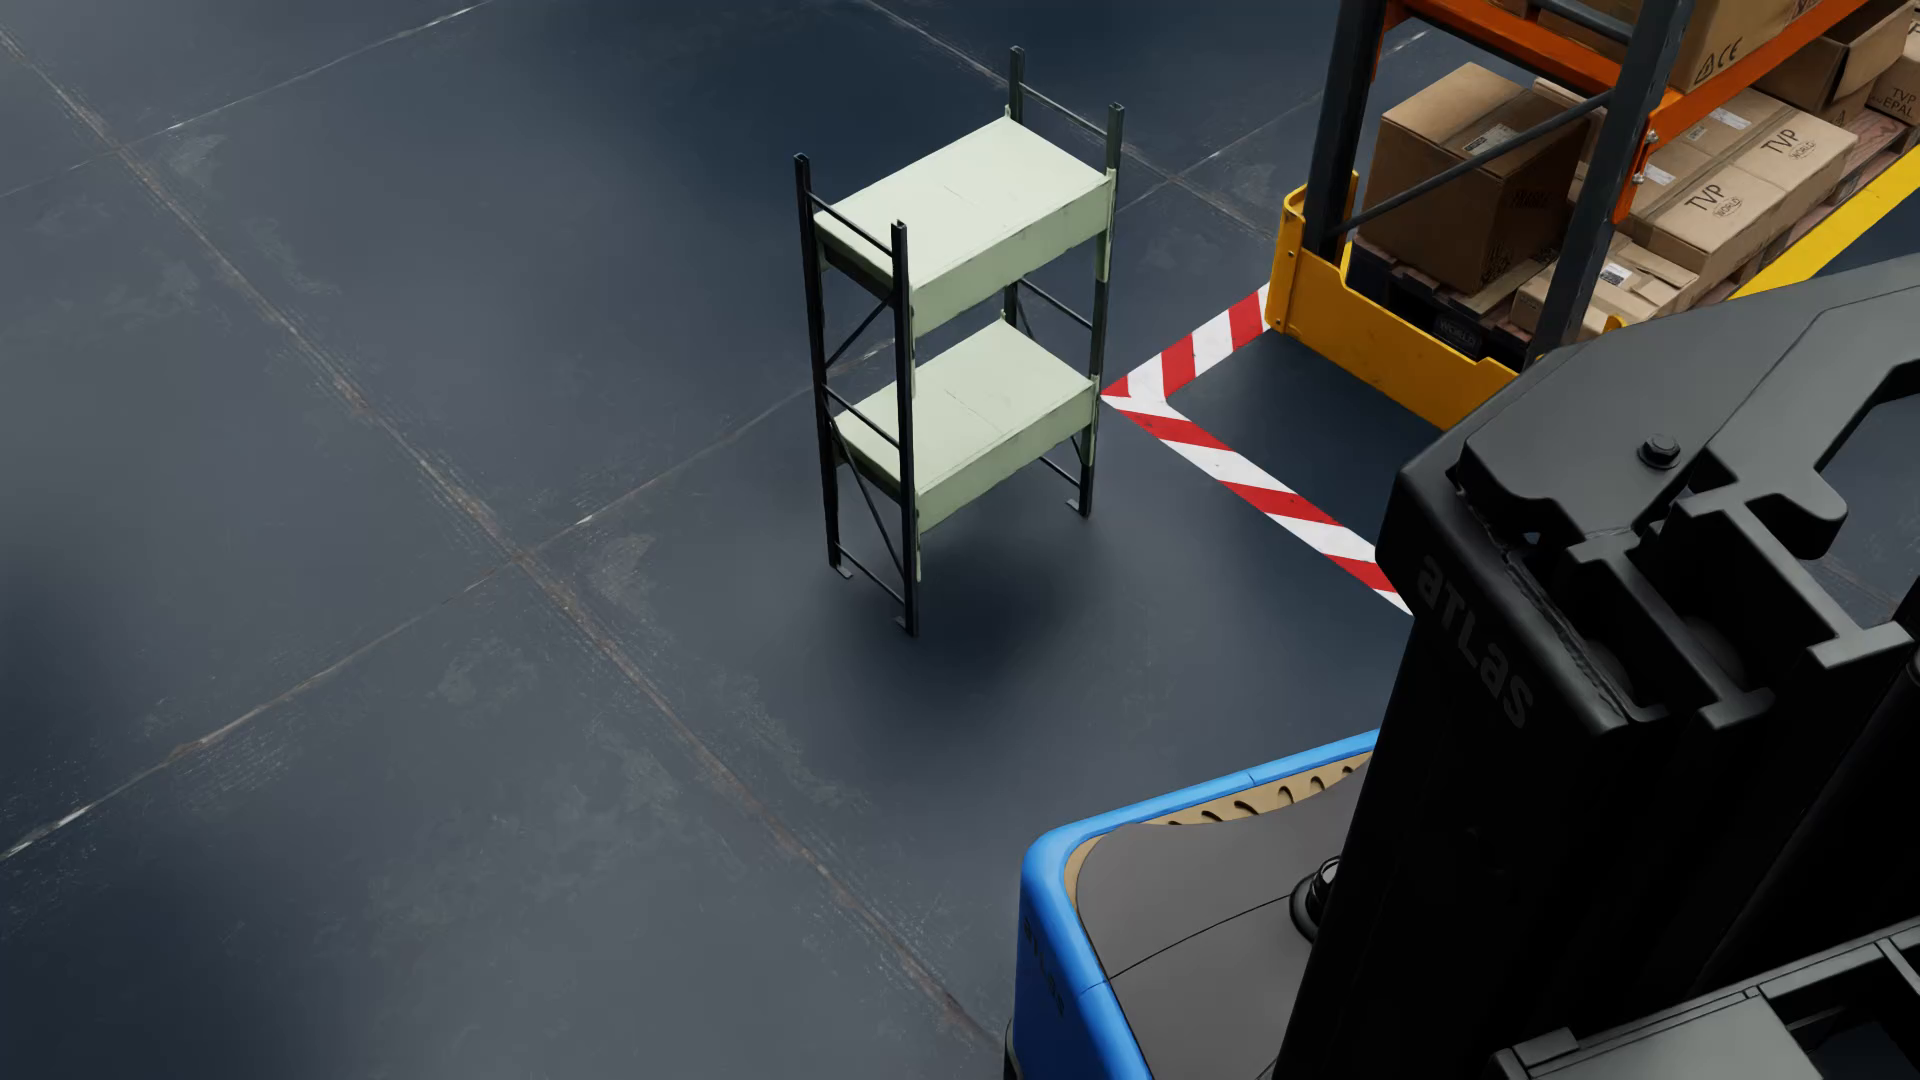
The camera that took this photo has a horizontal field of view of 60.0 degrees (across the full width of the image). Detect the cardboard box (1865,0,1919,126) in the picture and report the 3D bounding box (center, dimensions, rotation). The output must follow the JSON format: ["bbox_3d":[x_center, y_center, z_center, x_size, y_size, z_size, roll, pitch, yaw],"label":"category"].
[{"bbox_3d":[3.706,-1.956,6.544,0.500,0.311,0.500,-34,56,-27],"label":"cardboard box"}]

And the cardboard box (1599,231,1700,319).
[{"bbox_3d":[2.258,-0.880,5.649,0.250,0.166,0.380,-34,56,-27],"label":"cardboard box"}]

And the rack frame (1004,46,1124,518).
[{"bbox_3d":[0.276,-0.693,4.869,0.023,1.500,0.400,-34,56,-27],"label":"rack frame"}]

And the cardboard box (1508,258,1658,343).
[{"bbox_3d":[2.073,-0.750,5.542,0.250,0.149,0.380,-34,56,-27],"label":"cardboard box"}]

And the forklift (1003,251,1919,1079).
[{"bbox_3d":[1.077,1.222,2.128,1.130,2.935,3.031,-15,49,-13],"label":"forklift"}]

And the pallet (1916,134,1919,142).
[{"bbox_3d":[3.982,-2.241,7.174,1.213,0.211,1.003,-34,56,-27],"label":"pallet"}]

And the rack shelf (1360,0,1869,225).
[{"bbox_3d":[3.011,-2.293,5.814,4.000,0.370,1.077,-34,56,-27],"label":"rack shelf"}]

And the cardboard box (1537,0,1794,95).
[{"bbox_3d":[2.037,-1.658,4.671,0.500,0.500,0.500,-33,55,-26],"label":"cardboard box"}]

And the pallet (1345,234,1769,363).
[{"bbox_3d":[2.177,-1.034,6.061,1.213,0.211,1.003,-34,56,-27],"label":"pallet"}]

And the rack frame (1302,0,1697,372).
[{"bbox_3d":[1.532,-1.548,4.637,0.127,3.000,1.000,-34,56,-27],"label":"rack frame"}]

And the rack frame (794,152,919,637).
[{"bbox_3d":[-0.266,-0.331,4.535,0.023,1.500,0.400,-34,56,-27],"label":"rack frame"}]

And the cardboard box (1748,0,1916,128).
[{"bbox_3d":[3.105,-1.896,6.358,0.637,0.503,0.797,-34,56,-27],"label":"cardboard box"}]

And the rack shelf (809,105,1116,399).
[{"bbox_3d":[0.005,-0.777,4.415,0.720,0.370,0.431,-34,56,-27],"label":"rack shelf"}]

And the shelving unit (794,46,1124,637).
[{"bbox_3d":[0.005,-0.512,4.702,0.755,1.500,0.431,-34,56,-27],"label":"shelving unit"}]

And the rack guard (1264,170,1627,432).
[{"bbox_3d":[1.588,-0.738,5.590,0.348,0.500,1.175,-34,56,-27],"label":"rack guard"}]

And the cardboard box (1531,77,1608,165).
[{"bbox_3d":[2.491,-1.621,6.276,0.500,0.250,0.500,-34,56,-27],"label":"cardboard box"}]

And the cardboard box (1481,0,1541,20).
[{"bbox_3d":[1.680,-1.951,4.941,0.500,0.500,0.500,-32,55,-26],"label":"cardboard box"}]

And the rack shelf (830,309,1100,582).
[{"bbox_3d":[0.005,-0.291,4.941,0.720,0.370,0.431,-34,56,-27],"label":"rack shelf"}]

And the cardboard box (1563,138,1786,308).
[{"bbox_3d":[2.495,-1.126,5.820,0.500,0.250,0.500,-34,56,-27],"label":"cardboard box"}]

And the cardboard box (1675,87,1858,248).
[{"bbox_3d":[2.865,-1.374,6.048,0.500,0.250,0.500,-34,56,-27],"label":"cardboard box"}]

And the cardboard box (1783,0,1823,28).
[{"bbox_3d":[2.415,-1.916,4.909,0.500,0.500,0.500,-34,56,-27],"label":"cardboard box"}]

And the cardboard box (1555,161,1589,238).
[{"bbox_3d":[2.128,-1.290,6.028,0.250,0.166,0.380,-34,56,-27],"label":"cardboard box"}]

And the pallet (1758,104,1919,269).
[{"bbox_3d":[3.079,-1.634,6.615,1.213,0.211,1.003,-34,56,-27],"label":"pallet"}]

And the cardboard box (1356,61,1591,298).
[{"bbox_3d":[1.768,-1.252,5.766,0.500,0.500,0.500,-34,56,-27],"label":"cardboard box"}]
